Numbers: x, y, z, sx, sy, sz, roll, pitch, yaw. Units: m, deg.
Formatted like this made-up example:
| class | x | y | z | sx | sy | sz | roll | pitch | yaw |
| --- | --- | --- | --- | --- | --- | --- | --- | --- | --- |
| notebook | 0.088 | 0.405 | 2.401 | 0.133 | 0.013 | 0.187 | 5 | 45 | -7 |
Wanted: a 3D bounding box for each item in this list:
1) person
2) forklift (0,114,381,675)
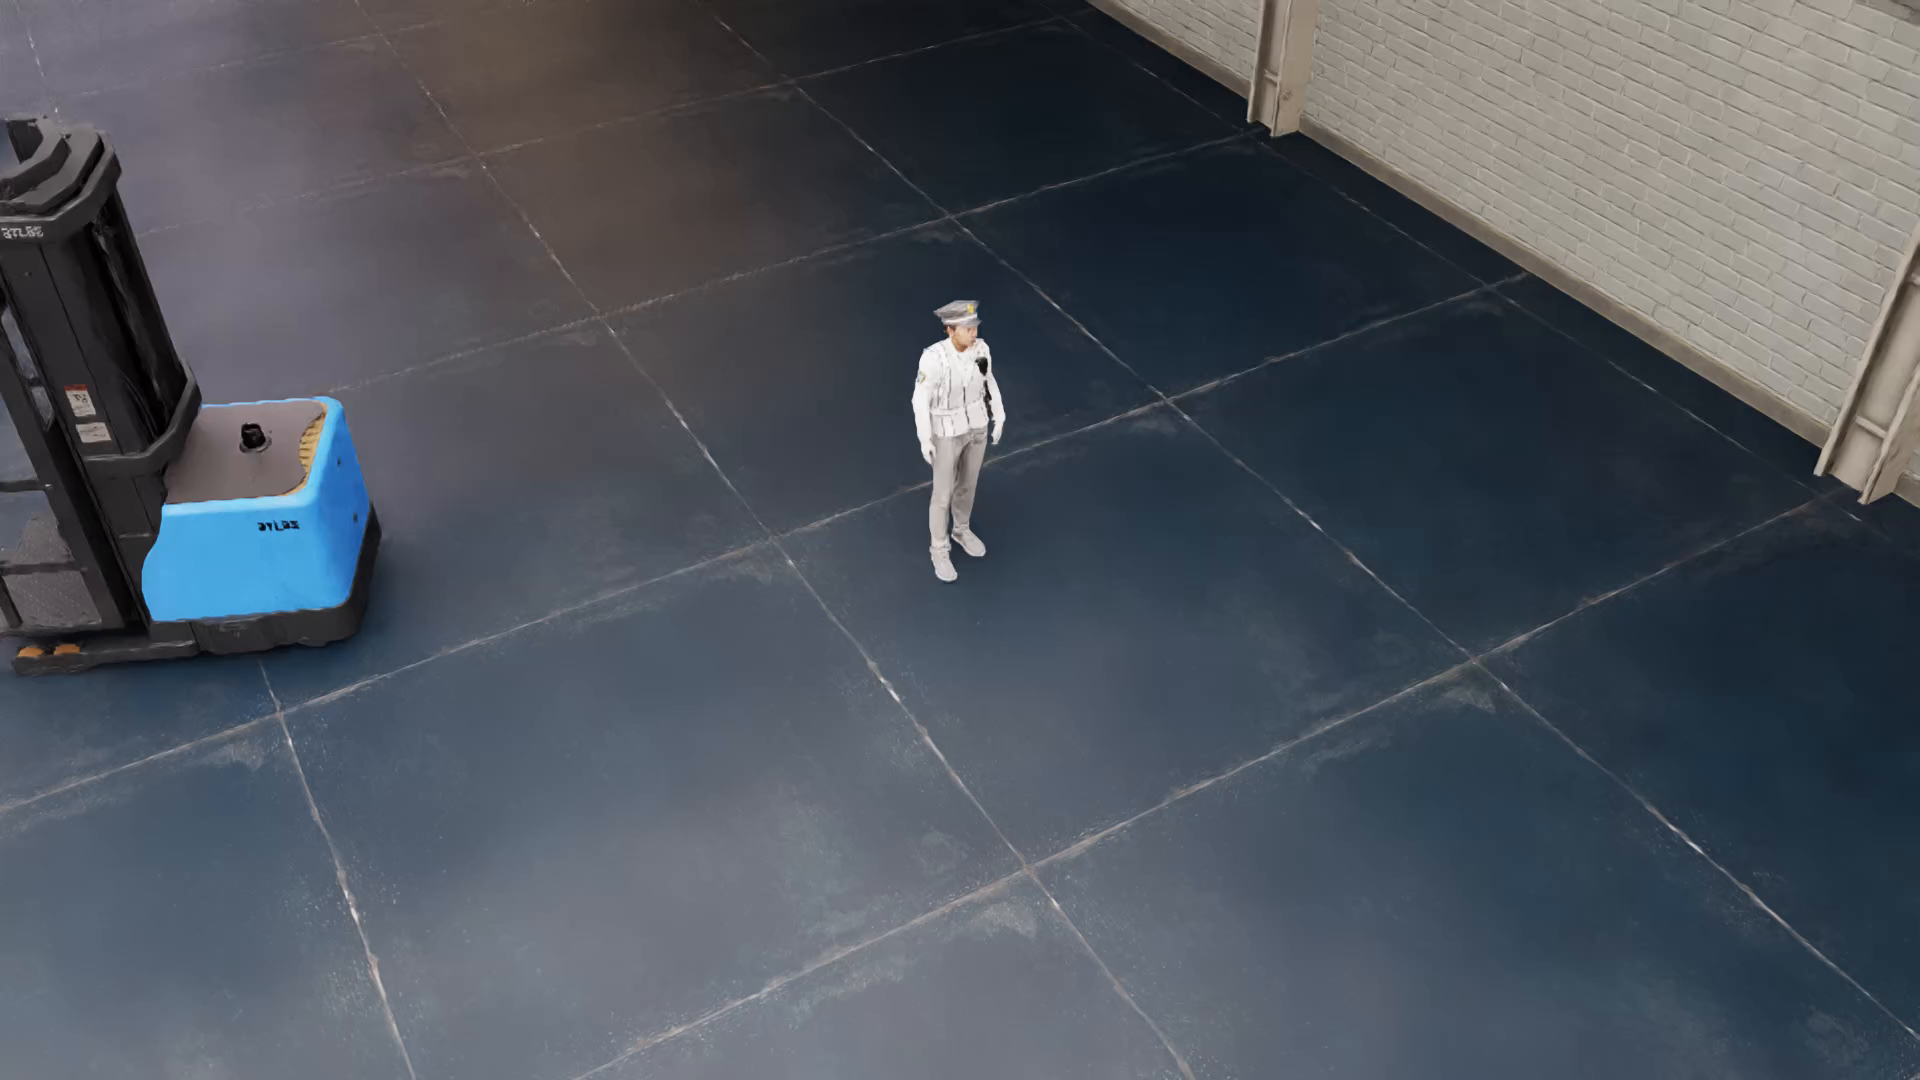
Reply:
| class | x | y | z | sx | sy | sz | roll | pitch | yaw |
| --- | --- | --- | --- | --- | --- | --- | --- | --- | --- |
| person | 0.028 | -0.619 | 9.738 | 0.586 | 1.695 | 0.532 | -20 | 44 | -23 |
| forklift | -5.022 | -0.721 | 8.905 | 3.031 | 2.935 | 1.130 | -5 | 40 | -6 |
